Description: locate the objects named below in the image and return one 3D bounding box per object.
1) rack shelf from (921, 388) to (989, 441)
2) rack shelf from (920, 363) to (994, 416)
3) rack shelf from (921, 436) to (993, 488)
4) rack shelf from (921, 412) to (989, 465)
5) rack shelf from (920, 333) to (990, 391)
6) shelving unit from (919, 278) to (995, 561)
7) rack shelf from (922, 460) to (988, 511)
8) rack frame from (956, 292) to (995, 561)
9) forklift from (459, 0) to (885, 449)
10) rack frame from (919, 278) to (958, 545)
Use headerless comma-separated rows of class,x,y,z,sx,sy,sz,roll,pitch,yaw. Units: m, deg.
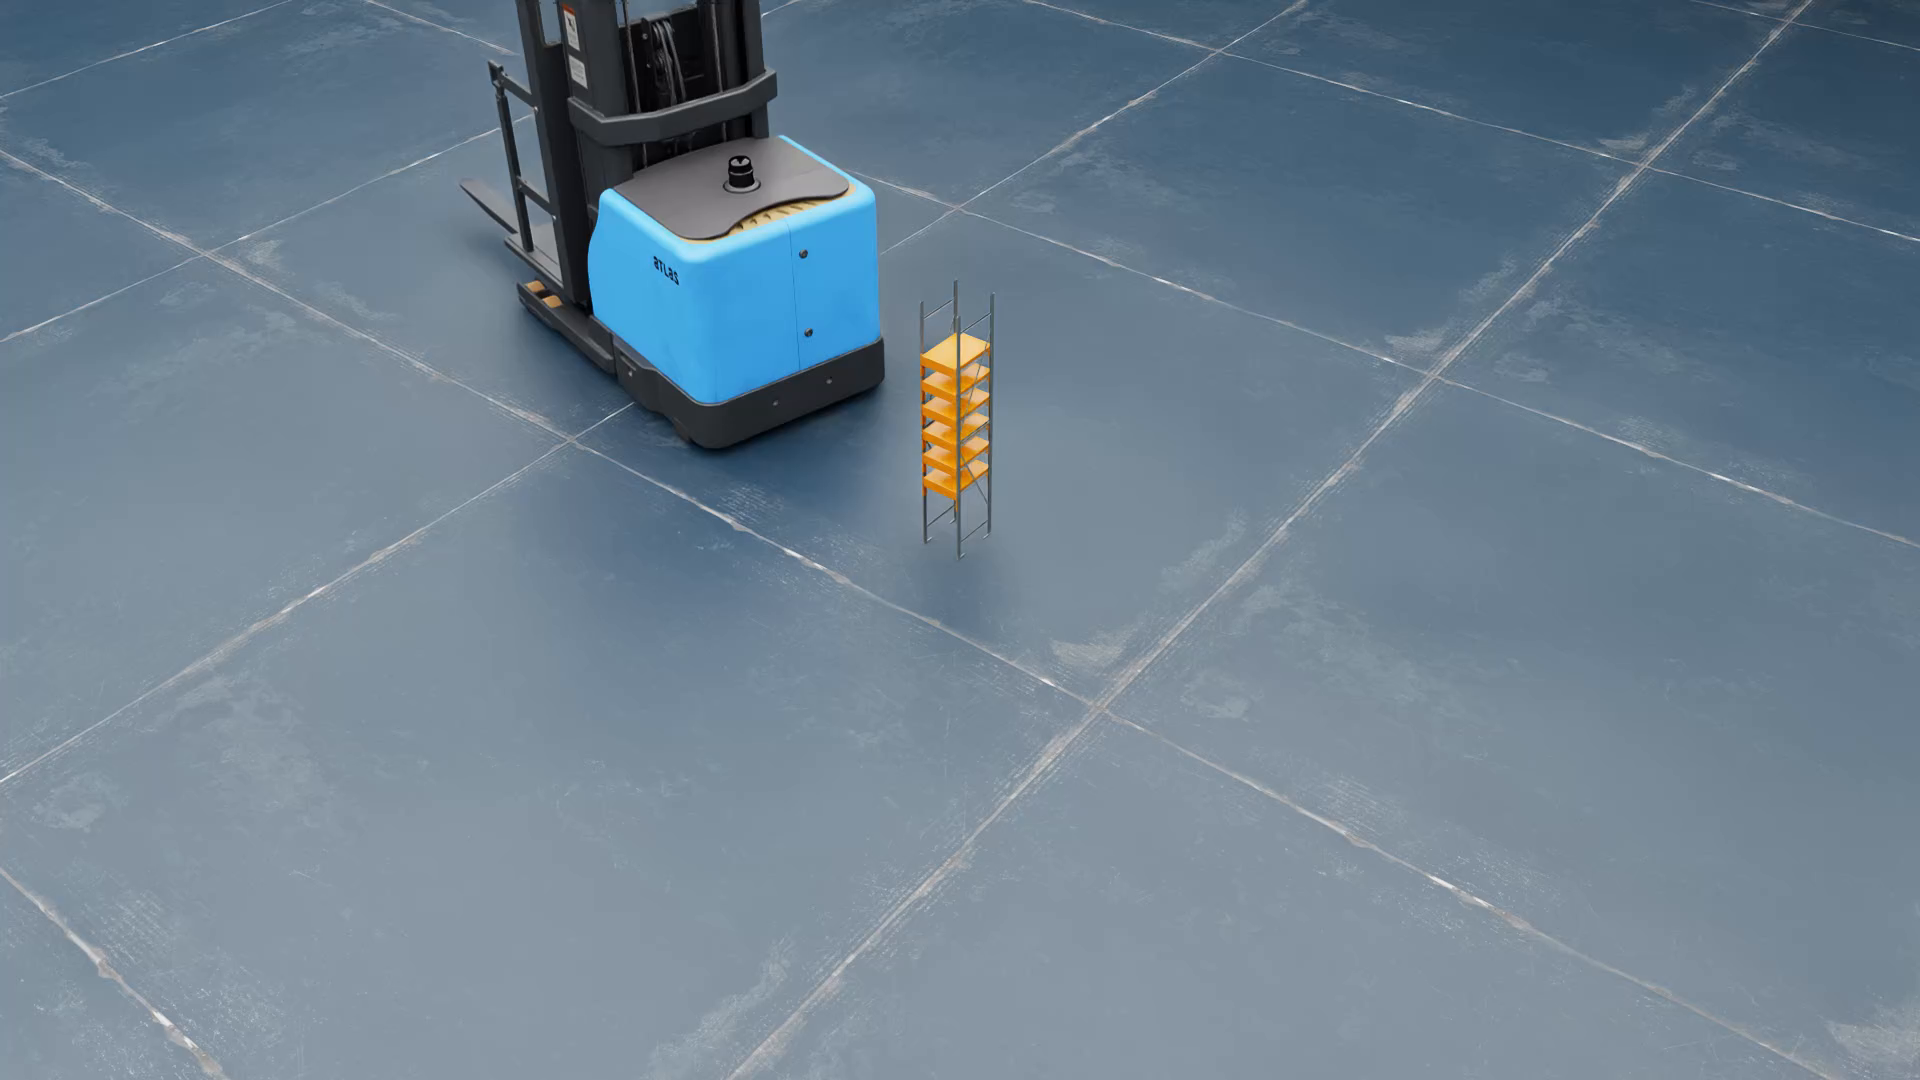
rack shelf,-0.012,-0.537,6.840,0.180,0.103,0.258,25,45,29
rack shelf,-0.012,-0.632,6.766,0.180,0.103,0.258,25,45,29
rack shelf,-0.011,-0.348,6.988,0.180,0.103,0.258,25,45,29
rack shelf,-0.012,-0.443,6.914,0.180,0.103,0.258,25,45,29
rack shelf,-0.012,-0.726,6.693,0.180,0.103,0.258,25,45,29
shelving unit,-0.012,-0.478,6.887,0.189,1.200,0.258,25,45,29
rack shelf,-0.011,-0.254,7.062,0.180,0.103,0.258,25,45,29
rack frame,0.061,-0.444,6.843,0.006,1.200,0.240,25,45,29
forklift,-1.671,-2.426,7.971,1.130,2.935,3.031,-26,45,-29
rack frame,-0.084,-0.512,6.931,0.006,1.200,0.240,25,45,29
